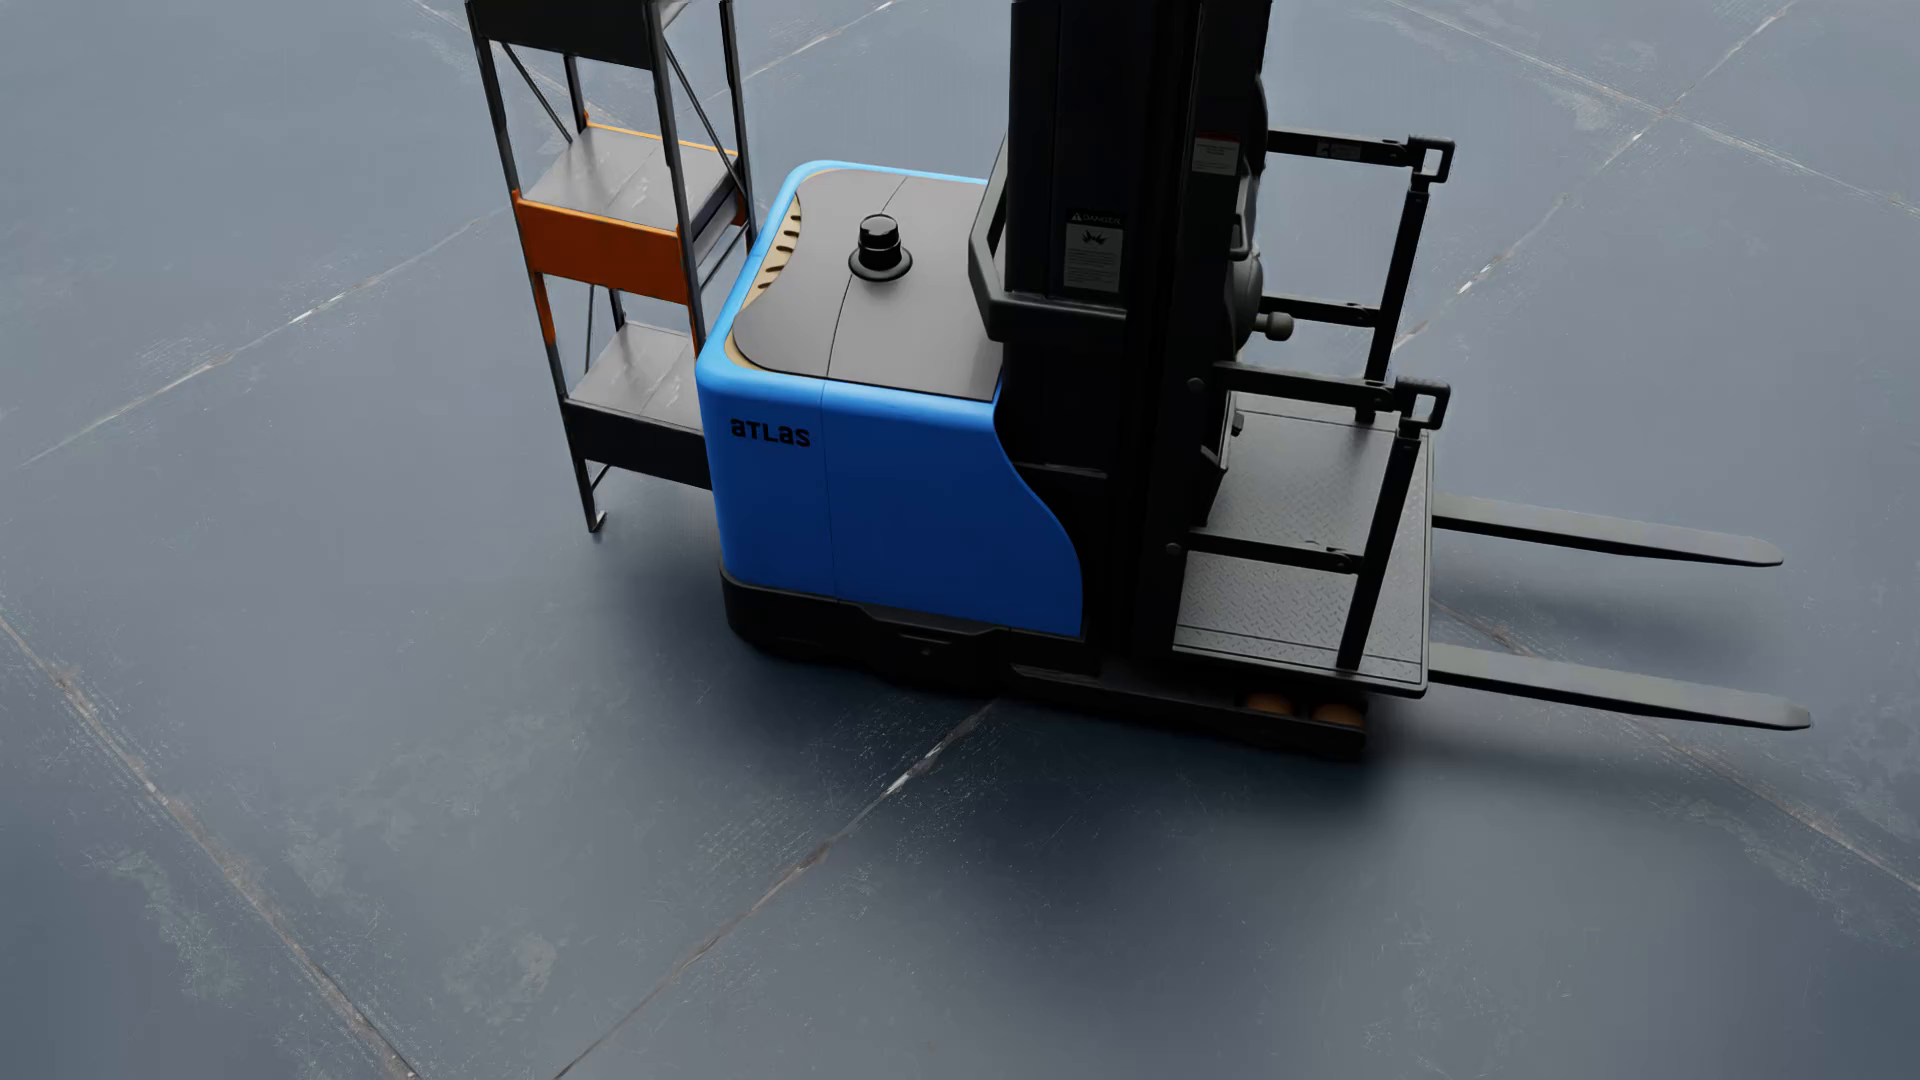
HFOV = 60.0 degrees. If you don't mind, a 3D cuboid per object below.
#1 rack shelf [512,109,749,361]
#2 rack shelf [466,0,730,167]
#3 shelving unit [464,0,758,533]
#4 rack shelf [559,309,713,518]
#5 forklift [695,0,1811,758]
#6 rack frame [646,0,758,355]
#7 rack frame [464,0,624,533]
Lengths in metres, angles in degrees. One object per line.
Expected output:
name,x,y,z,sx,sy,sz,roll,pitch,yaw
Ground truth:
rack shelf,-0.874,-0.813,4.592,0.480,0.518,0.431,14,48,13
rack shelf,-0.874,-1.293,4.082,0.480,0.518,0.431,14,48,13
shelving unit,-0.874,-0.823,4.582,0.503,2.100,0.431,14,48,13
rack shelf,-0.874,-0.334,5.102,0.480,0.518,0.431,14,48,13
forklift,0.879,-0.817,4.006,3.031,2.935,1.130,9,47,8
rack frame,-0.643,-0.765,4.528,0.015,2.100,0.400,14,48,13
rack frame,-1.105,-0.880,4.636,0.015,2.100,0.400,14,48,13
